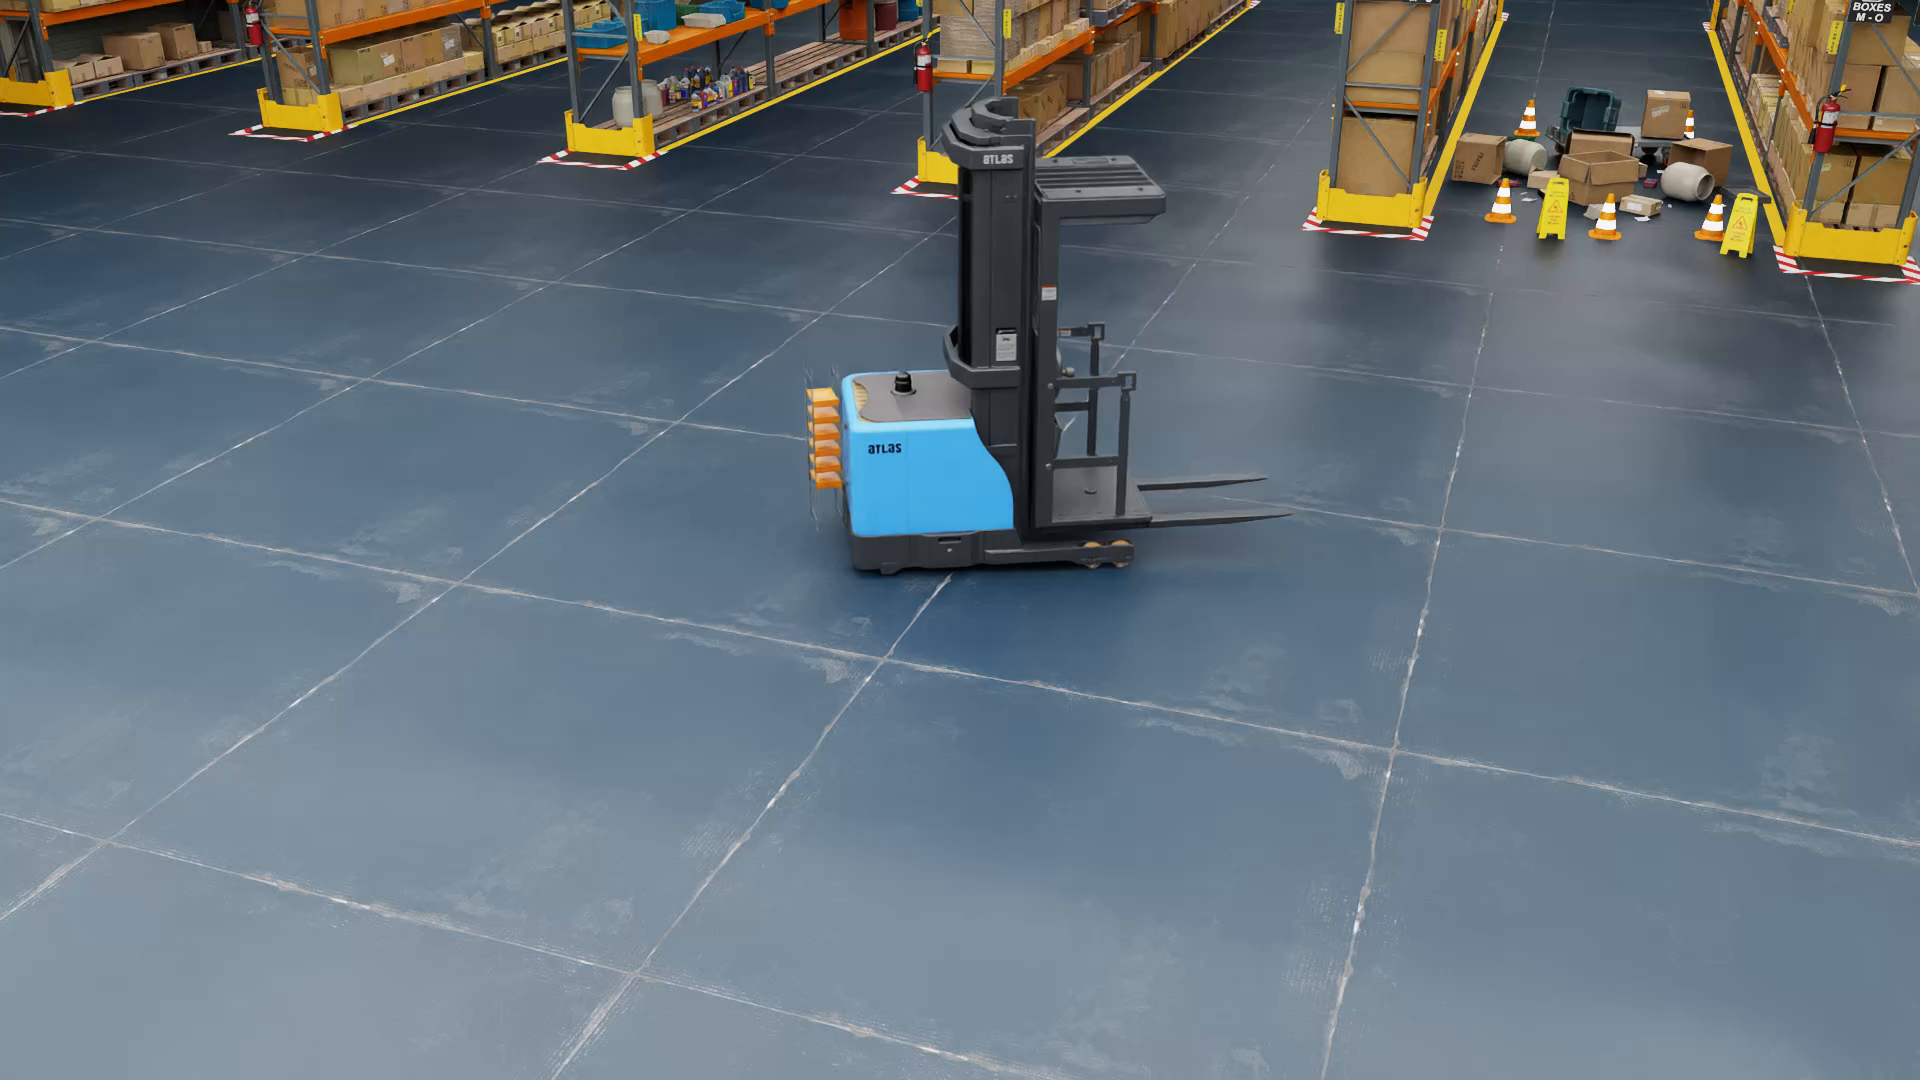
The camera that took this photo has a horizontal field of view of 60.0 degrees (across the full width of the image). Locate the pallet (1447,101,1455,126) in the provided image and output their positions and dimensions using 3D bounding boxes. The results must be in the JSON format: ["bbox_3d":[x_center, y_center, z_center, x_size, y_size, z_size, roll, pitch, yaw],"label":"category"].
[{"bbox_3d":[6.606,-6.240,24.118,1.003,0.211,1.213,9,27,17],"label":"pallet"}]

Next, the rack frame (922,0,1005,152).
[{"bbox_3d":[0.041,-5.781,19.971,1.000,3.000,0.127,9,27,17],"label":"rack frame"}]

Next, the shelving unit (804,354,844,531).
[{"bbox_3d":[-0.937,-0.665,11.471,0.189,1.200,0.258,-7,27,-15],"label":"shelving unit"}]

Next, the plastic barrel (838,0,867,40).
[{"bbox_3d":[-1.820,-9.202,29.046,0.600,0.830,0.708,9,27,17],"label":"plastic barrel"}]

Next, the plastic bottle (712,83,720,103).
[{"bbox_3d":[-3.517,-6.434,23.946,0.097,0.271,0.097,0,26,0],"label":"plastic bottle"}]

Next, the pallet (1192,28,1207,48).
[{"bbox_3d":[3.849,-9.129,30.086,1.003,0.211,1.213,9,27,17],"label":"pallet"}]

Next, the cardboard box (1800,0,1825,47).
[{"bbox_3d":[9.599,-5.645,18.088,0.700,0.500,0.500,8,27,17],"label":"cardboard box"}]

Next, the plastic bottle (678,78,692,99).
[{"bbox_3d":[-4.014,-6.580,24.242,0.152,0.276,0.135,9,27,17],"label":"plastic bottle"}]

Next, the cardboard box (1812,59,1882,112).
[{"bbox_3d":[9.307,-4.785,17.459,0.500,0.500,0.500,8,27,17],"label":"cardboard box"}]

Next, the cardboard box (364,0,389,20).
[{"bbox_3d":[-8.791,-7.873,24.178,0.700,0.500,0.500,9,27,18],"label":"cardboard box"}]

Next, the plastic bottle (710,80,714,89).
[{"bbox_3d":[-3.570,-6.549,24.170,0.061,0.283,0.133,9,27,17],"label":"plastic bottle"}]

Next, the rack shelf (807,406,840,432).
[{"bbox_3d":[-0.937,-0.841,11.385,0.180,0.103,0.258,-7,27,-15],"label":"rack shelf"}]

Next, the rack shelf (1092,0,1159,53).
[{"bbox_3d":[2.038,-7.923,25.220,1.077,0.370,4.000,9,27,17],"label":"rack shelf"}]

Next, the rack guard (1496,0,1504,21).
[{"bbox_3d":[9.984,-10.439,32.460,1.175,0.500,0.348,9,27,17],"label":"rack guard"}]

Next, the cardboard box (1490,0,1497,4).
[{"bbox_3d":[9.785,-10.079,30.955,0.380,0.149,0.250,10,28,19],"label":"cardboard box"}]

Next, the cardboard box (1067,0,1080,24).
[{"bbox_3d":[1.164,-7.427,22.916,0.875,0.500,0.500,9,27,17],"label":"cardboard box"}]

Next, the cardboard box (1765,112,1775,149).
[{"bbox_3d":[10.890,-5.209,21.325,0.950,0.372,0.625,9,27,18],"label":"cardboard box"}]

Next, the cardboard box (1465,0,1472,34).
[{"bbox_3d":[6.781,-7.298,22.991,0.500,0.500,0.500,9,27,17],"label":"cardboard box"}]

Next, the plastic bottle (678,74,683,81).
[{"bbox_3d":[-4.115,-6.707,24.497,0.061,0.283,0.133,10,28,20],"label":"plastic bottle"}]

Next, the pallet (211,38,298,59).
[{"bbox_3d":[-12.383,-8.644,29.085,1.003,0.211,1.213,9,27,17],"label":"pallet"}]

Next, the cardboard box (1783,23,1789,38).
[{"bbox_3d":[10.785,-6.532,21.328,0.380,0.149,0.250,8,27,17],"label":"cardboard box"}]

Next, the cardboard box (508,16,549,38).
[{"bbox_3d":[-7.253,-8.618,27.860,0.500,0.311,0.500,8,27,16],"label":"cardboard box"}]

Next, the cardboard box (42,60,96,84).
[{"bbox_3d":[-13.657,-7.195,25.472,0.500,0.311,0.500,6,26,12],"label":"cardboard box"}]

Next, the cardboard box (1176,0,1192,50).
[{"bbox_3d":[3.257,-8.947,28.466,1.225,0.875,0.875,9,27,18],"label":"cardboard box"}]

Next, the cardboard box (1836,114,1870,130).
[{"bbox_3d":[9.309,-4.415,17.439,0.380,0.149,0.250,10,27,19],"label":"cardboard box"}]

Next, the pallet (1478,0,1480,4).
[{"bbox_3d":[7.484,-8.529,25.868,1.213,0.211,1.003,9,27,17],"label":"pallet"}]

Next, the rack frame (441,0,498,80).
[{"bbox_3d":[-7.968,-8.863,26.336,1.000,3.000,0.127,9,27,17],"label":"rack frame"}]

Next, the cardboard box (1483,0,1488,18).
[{"bbox_3d":[8.669,-9.010,28.166,0.500,0.250,0.500,8,27,16],"label":"cardboard box"}]

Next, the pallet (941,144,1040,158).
[{"bbox_3d":[0.370,-4.886,21.322,1.003,0.211,1.213,9,27,17],"label":"pallet"}]

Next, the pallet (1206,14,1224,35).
[{"bbox_3d":[4.361,-9.758,31.385,1.003,0.211,1.213,9,27,17],"label":"pallet"}]

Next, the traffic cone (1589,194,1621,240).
[{"bbox_3d":[7.153,-3.587,18.351,0.336,0.463,0.334,9,27,17],"label":"traffic cone"}]

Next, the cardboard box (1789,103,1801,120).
[{"bbox_3d":[9.912,-5.000,19.426,0.380,0.149,0.250,10,28,20],"label":"cardboard box"}]

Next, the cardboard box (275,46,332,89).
[{"bbox_3d":[-9.401,-6.771,23.829,0.500,0.500,0.500,9,27,17],"label":"cardboard box"}]

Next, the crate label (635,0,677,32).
[{"bbox_3d":[-4.272,-7.310,23.090,0.502,0.435,0.616,9,27,17],"label":"crate label"}]

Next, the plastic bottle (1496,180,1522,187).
[{"bbox_3d":[6.759,-4.395,20.480,0.283,0.061,0.133,0,26,-1],"label":"plastic bottle"}]

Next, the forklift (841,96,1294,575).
[{"bbox_3d":[0.735,-1.362,10.924,3.031,2.935,1.130,-3,26,-6],"label":"forklift"}]

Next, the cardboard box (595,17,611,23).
[{"bbox_3d":[-6.582,-9.206,29.719,0.500,0.250,0.500,9,27,19],"label":"cardboard box"}]

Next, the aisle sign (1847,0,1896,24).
[{"bbox_3d":[9.092,-5.530,16.470,0.394,0.787,0.004,9,27,17],"label":"aisle sign"}]

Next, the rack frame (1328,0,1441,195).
[{"bbox_3d":[4.685,-5.020,18.399,1.000,3.000,0.127,9,27,17],"label":"rack frame"}]

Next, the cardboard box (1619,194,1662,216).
[{"bbox_3d":[7.918,-3.892,19.341,0.250,0.149,0.380,-20,33,-36],"label":"cardboard box"}]

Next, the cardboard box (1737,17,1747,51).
[{"bbox_3d":[13.690,-8.553,28.155,0.875,0.438,0.875,8,27,17],"label":"cardboard box"}]

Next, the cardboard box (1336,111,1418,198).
[{"bbox_3d":[4.848,-4.541,19.366,0.875,0.875,0.875,9,27,18],"label":"cardboard box"}]

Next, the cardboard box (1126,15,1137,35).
[{"bbox_3d":[2.509,-8.199,26.468,0.500,0.250,0.500,10,28,20],"label":"cardboard box"}]

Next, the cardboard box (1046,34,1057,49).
[{"bbox_3d":[1.065,-6.566,21.881,0.380,0.149,0.250,9,27,17],"label":"cardboard box"}]

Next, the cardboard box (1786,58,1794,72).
[{"bbox_3d":[10.310,-5.791,20.281,0.380,0.149,0.250,9,27,17],"label":"cardboard box"}]

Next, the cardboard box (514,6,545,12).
[{"bbox_3d":[-7.427,-9.111,28.879,0.500,0.311,0.500,8,27,16],"label":"cardboard box"}]

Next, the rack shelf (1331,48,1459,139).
[{"bbox_3d":[5.351,-5.518,20.254,1.077,0.370,4.000,9,27,17],"label":"rack shelf"}]

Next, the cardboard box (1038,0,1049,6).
[{"bbox_3d":[0.819,-7.006,20.898,0.500,0.500,0.500,9,27,17],"label":"cardboard box"}]

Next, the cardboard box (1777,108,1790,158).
[{"bbox_3d":[10.100,-4.851,19.864,0.500,0.500,0.500,10,28,20],"label":"cardboard box"}]

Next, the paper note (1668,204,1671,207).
[{"bbox_3d":[8.368,-3.940,19.600,0.032,0.001,0.123,9,27,17],"label":"paper note"}]

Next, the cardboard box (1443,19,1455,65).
[{"bbox_3d":[5.743,-6.348,20.971,0.875,0.550,0.550,9,27,17],"label":"cardboard box"}]

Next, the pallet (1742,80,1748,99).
[{"bbox_3d":[12.382,-6.689,25.047,1.003,0.211,1.213,9,27,17],"label":"pallet"}]

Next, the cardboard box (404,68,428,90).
[{"bbox_3d":[-8.410,-6.974,25.110,0.500,0.250,0.500,9,27,17],"label":"cardboard box"}]
